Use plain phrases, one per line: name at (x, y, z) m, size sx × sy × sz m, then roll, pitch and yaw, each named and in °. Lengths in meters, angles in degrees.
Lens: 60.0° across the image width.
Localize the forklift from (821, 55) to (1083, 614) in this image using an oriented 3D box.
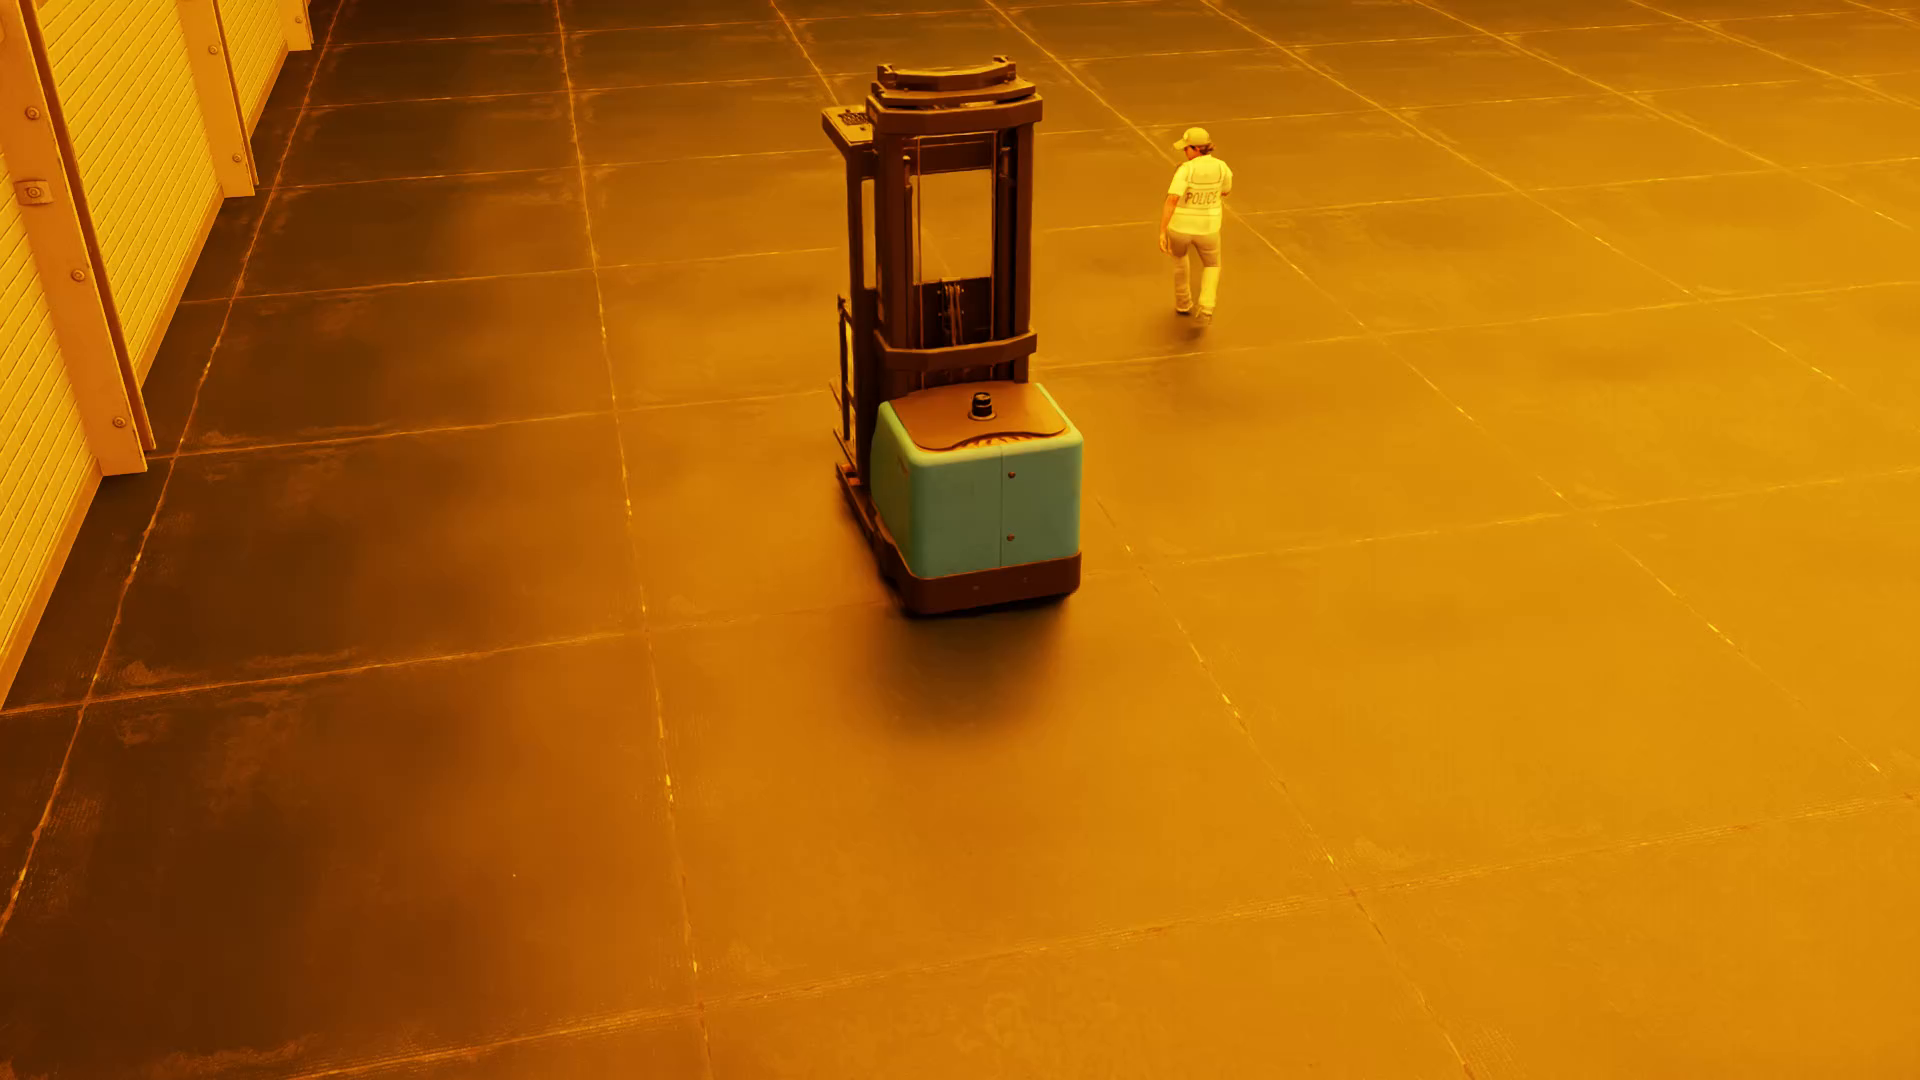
forklift at (-0.194, -1.565, 10.277) m, size 1.130 × 2.935 × 3.031 m, roll -8°, pitch 31°, yaw -14°

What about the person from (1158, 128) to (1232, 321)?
person at (1.860, -2.505, 13.262) m, size 0.553 × 1.589 × 0.734 m, roll 3°, pitch 30°, yaw 5°
